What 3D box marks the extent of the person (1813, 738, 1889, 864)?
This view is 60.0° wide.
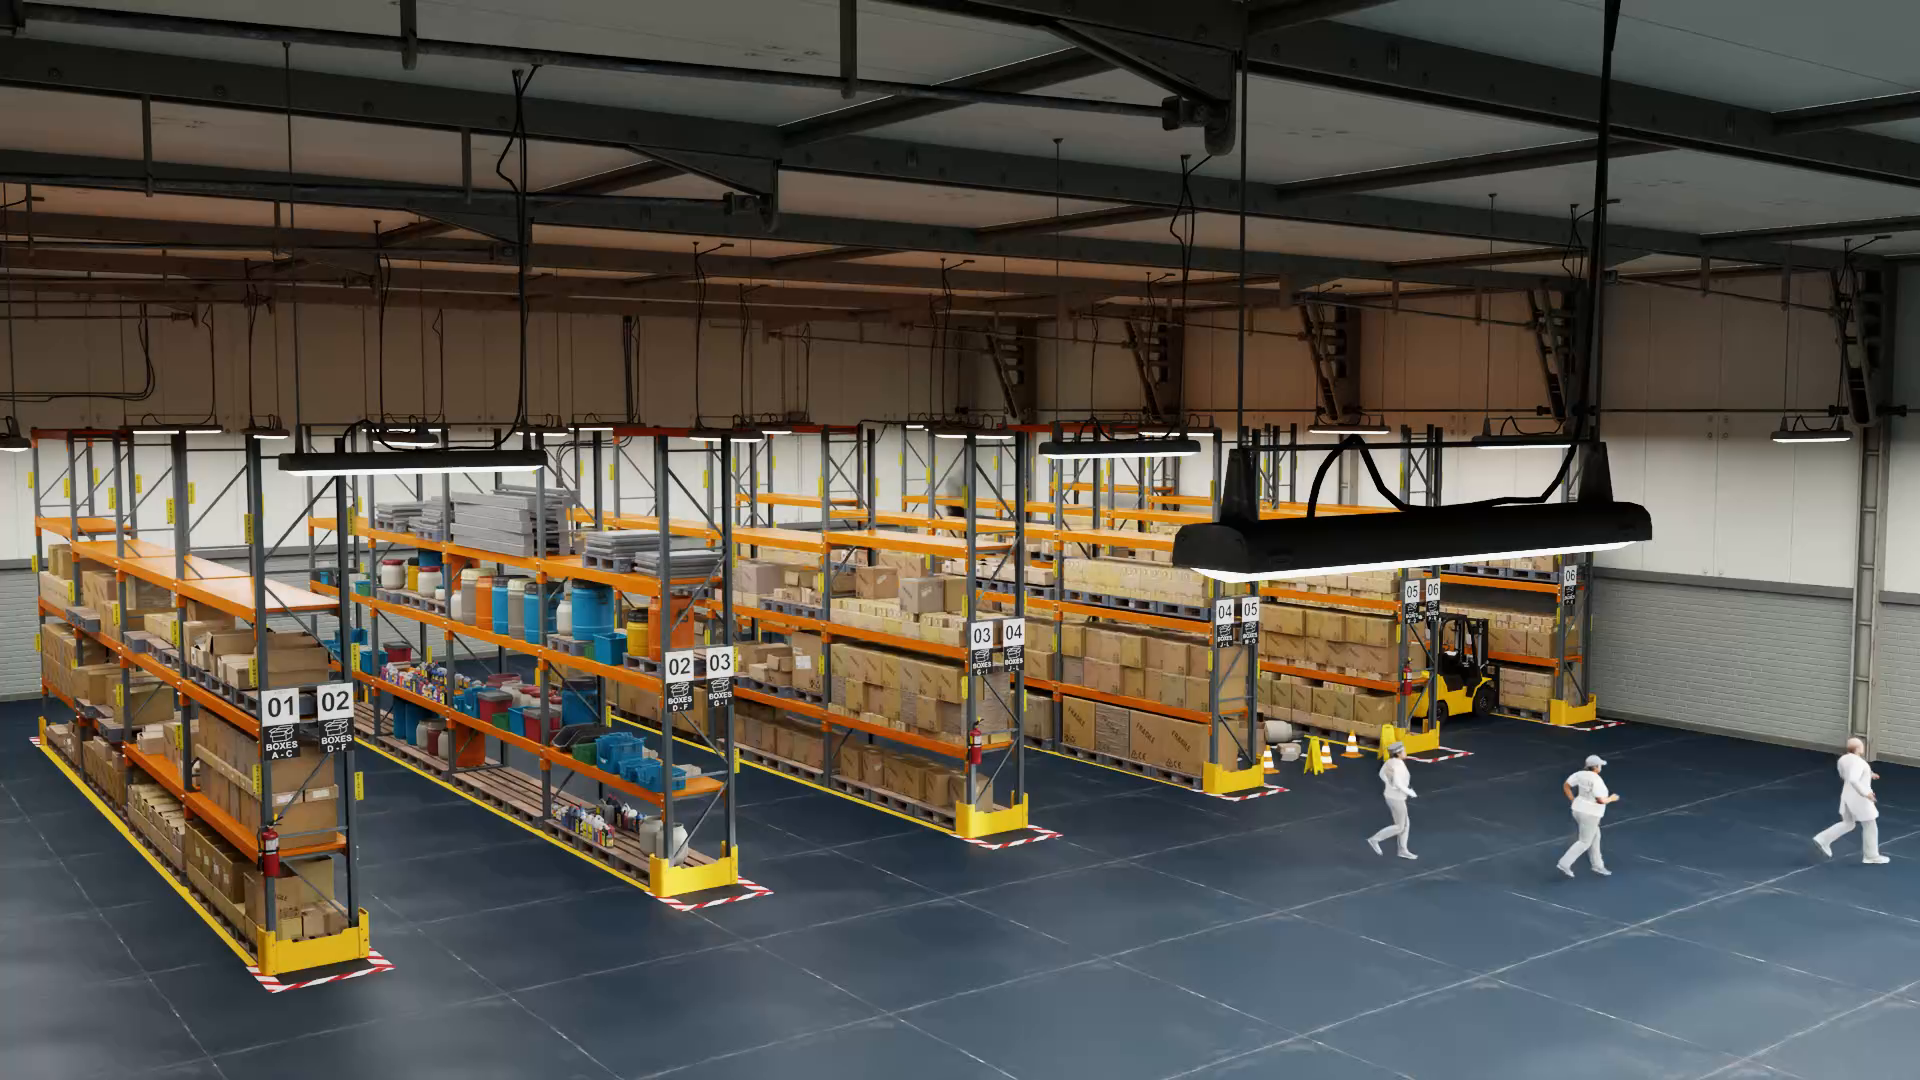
[{"bbox_3d":[12.436,3.623,23.109,1.006,1.754,0.713,0,4,-2],"label":"person"}]

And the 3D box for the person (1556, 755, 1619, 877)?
[{"bbox_3d":[8.434,3.723,22.402,0.901,1.657,0.568,-1,5,-9],"label":"person"}]

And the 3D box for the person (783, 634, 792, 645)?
[{"bbox_3d":[-4.289,2.110,42.661,0.923,1.842,0.673,-3,5,-35],"label":"person"}]

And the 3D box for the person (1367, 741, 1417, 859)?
[{"bbox_3d":[6.095,3.660,23.433,0.737,1.696,0.644,0,4,-1],"label":"person"}]
